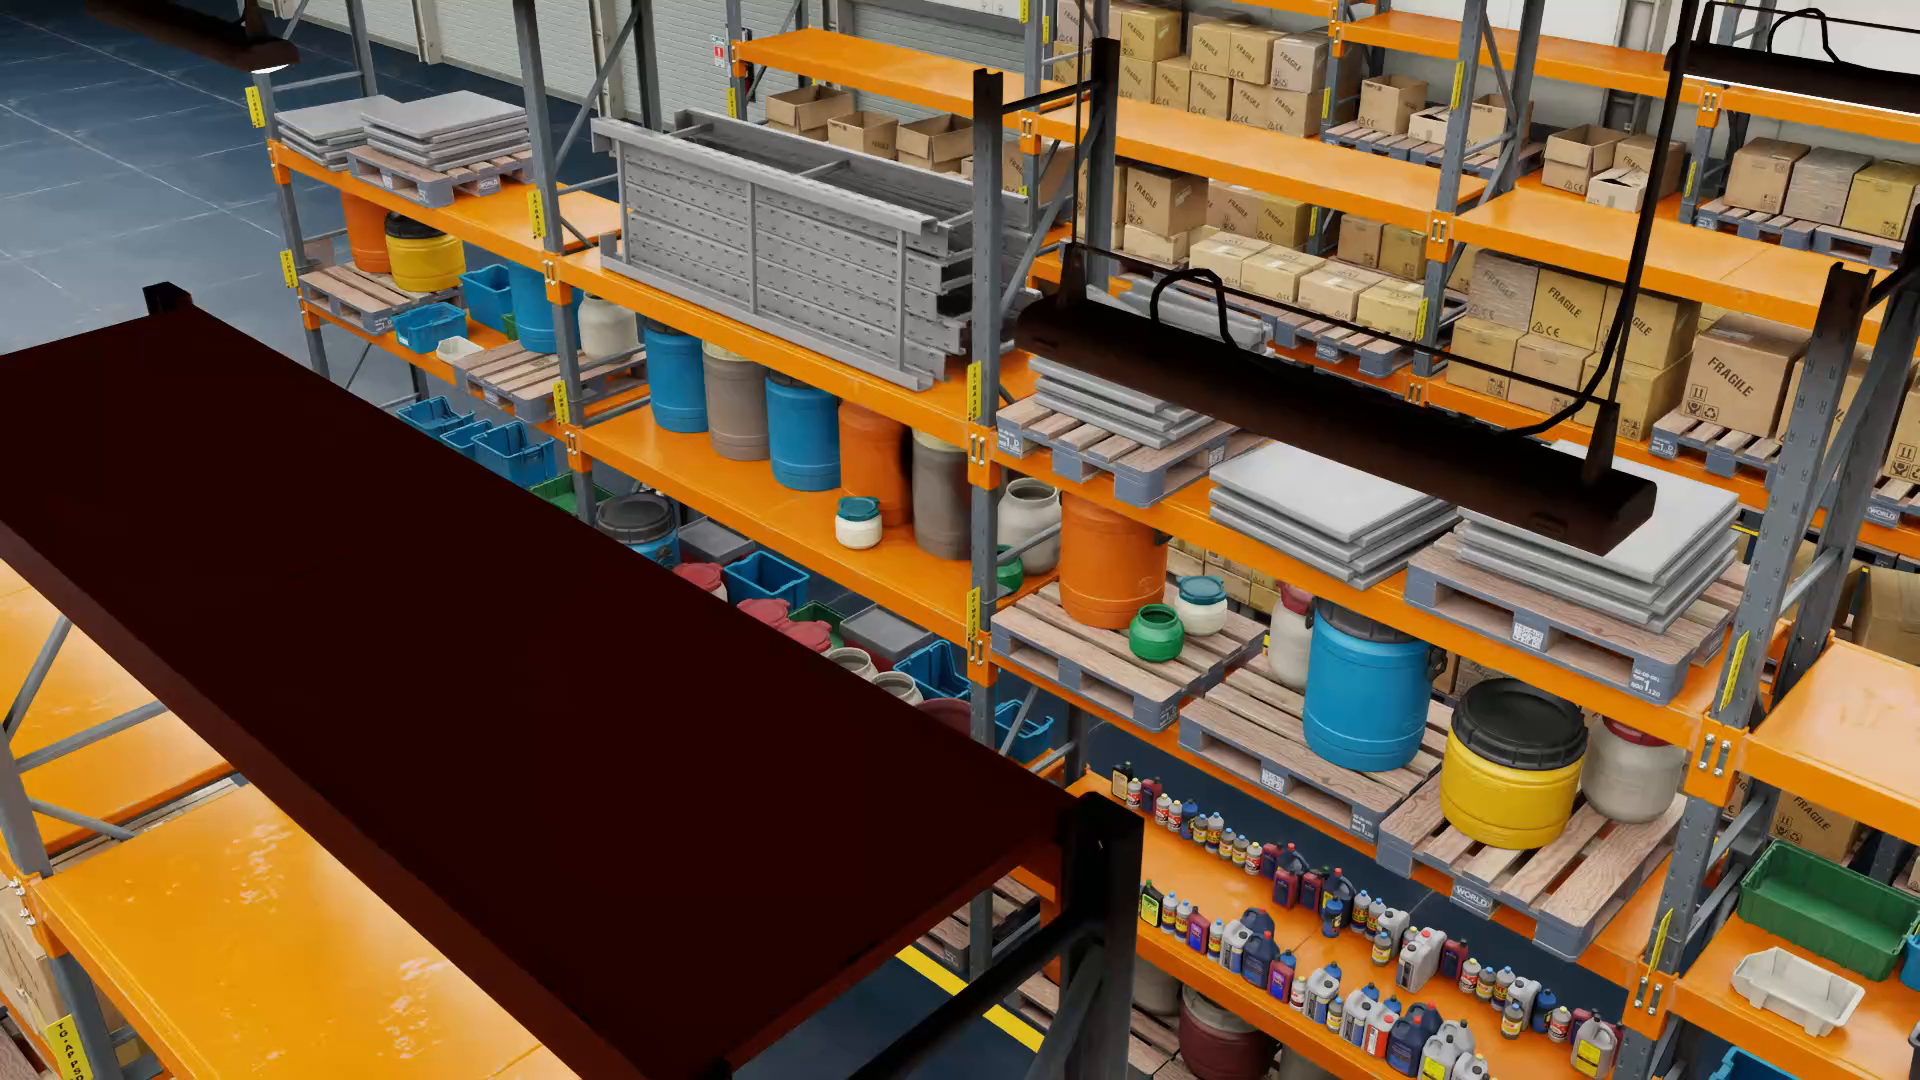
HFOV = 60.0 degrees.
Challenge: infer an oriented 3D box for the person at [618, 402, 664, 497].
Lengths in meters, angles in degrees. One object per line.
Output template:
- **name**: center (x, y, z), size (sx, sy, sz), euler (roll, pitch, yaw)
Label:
- **person**: center (-3.209, -1.147, 16.815), size (0.493, 1.533, 0.330), euler (22, 36, 33)
